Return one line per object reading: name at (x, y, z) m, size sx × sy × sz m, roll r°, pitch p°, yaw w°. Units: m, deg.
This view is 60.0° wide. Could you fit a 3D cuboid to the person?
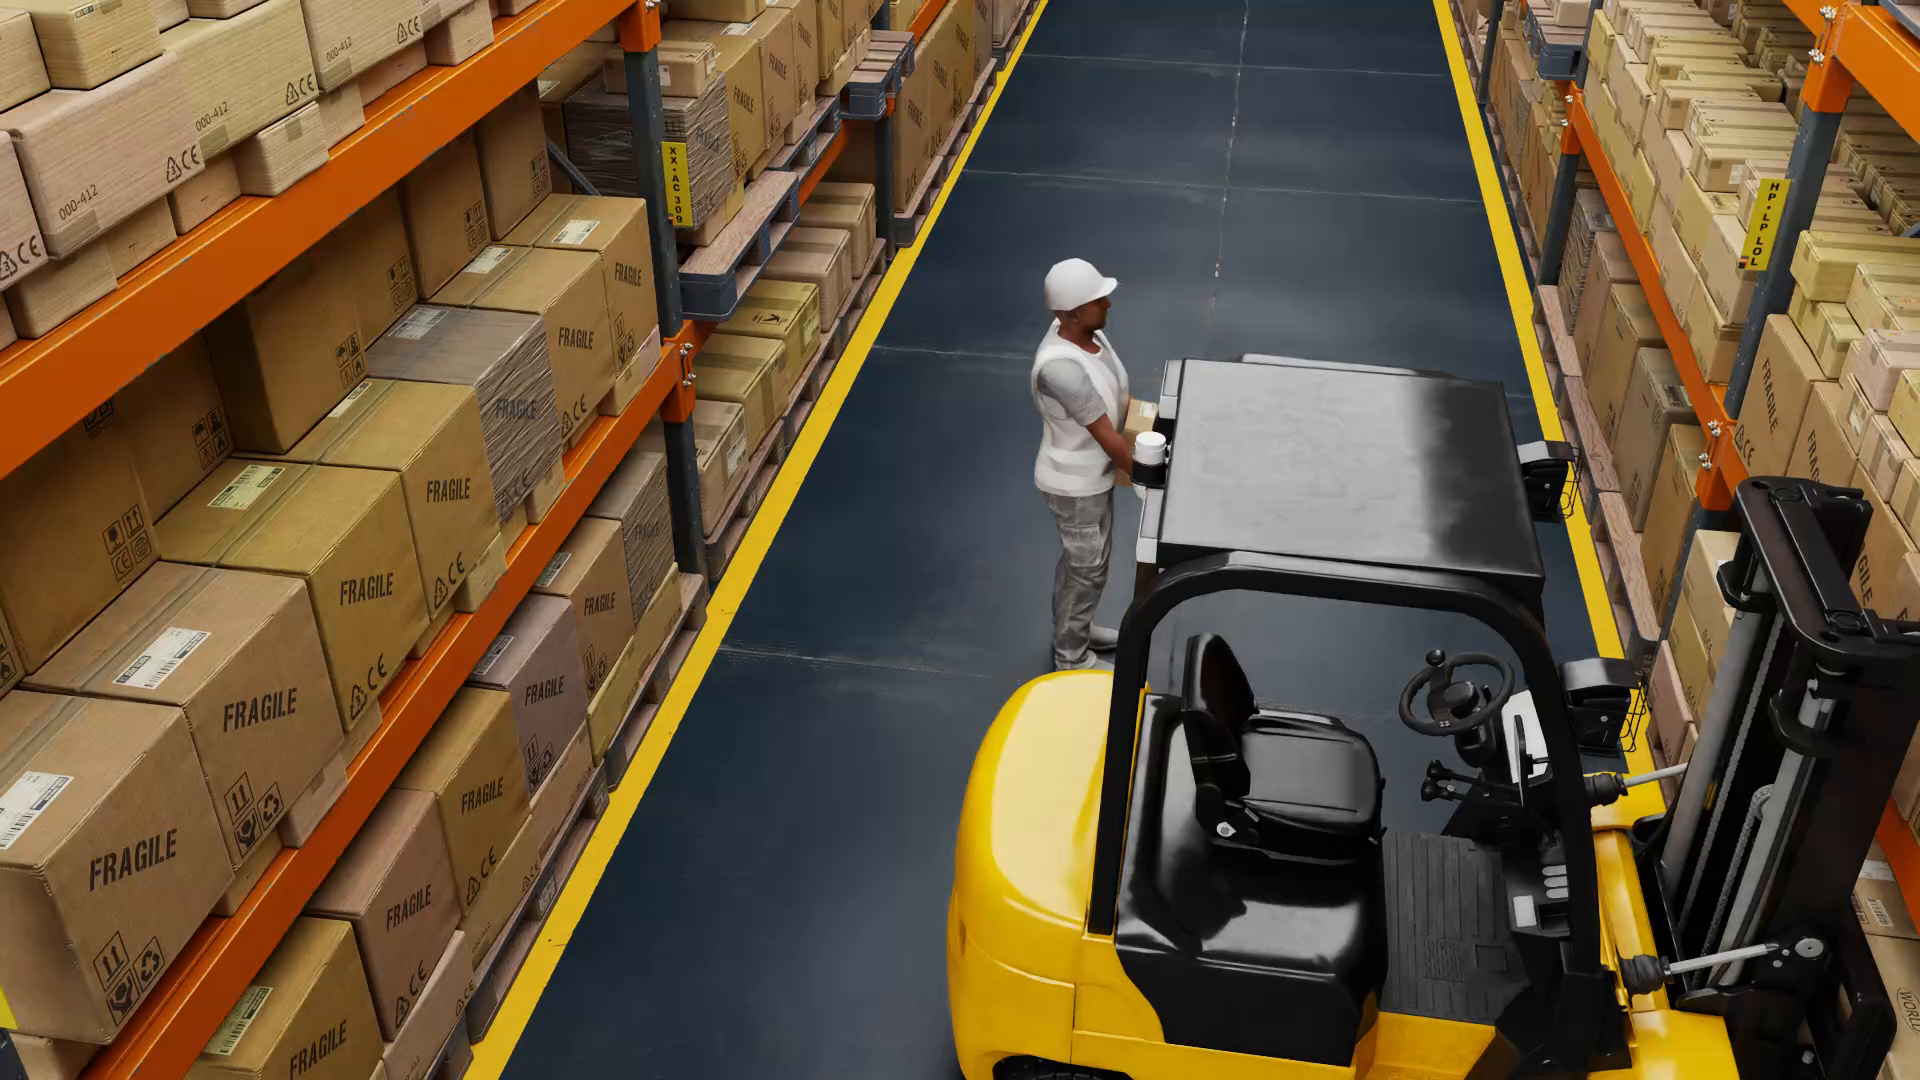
person at (0.575, -0.248, 6.518) m, size 0.583 × 1.778 × 0.488 m, roll 6°, pitch 33°, yaw 9°
